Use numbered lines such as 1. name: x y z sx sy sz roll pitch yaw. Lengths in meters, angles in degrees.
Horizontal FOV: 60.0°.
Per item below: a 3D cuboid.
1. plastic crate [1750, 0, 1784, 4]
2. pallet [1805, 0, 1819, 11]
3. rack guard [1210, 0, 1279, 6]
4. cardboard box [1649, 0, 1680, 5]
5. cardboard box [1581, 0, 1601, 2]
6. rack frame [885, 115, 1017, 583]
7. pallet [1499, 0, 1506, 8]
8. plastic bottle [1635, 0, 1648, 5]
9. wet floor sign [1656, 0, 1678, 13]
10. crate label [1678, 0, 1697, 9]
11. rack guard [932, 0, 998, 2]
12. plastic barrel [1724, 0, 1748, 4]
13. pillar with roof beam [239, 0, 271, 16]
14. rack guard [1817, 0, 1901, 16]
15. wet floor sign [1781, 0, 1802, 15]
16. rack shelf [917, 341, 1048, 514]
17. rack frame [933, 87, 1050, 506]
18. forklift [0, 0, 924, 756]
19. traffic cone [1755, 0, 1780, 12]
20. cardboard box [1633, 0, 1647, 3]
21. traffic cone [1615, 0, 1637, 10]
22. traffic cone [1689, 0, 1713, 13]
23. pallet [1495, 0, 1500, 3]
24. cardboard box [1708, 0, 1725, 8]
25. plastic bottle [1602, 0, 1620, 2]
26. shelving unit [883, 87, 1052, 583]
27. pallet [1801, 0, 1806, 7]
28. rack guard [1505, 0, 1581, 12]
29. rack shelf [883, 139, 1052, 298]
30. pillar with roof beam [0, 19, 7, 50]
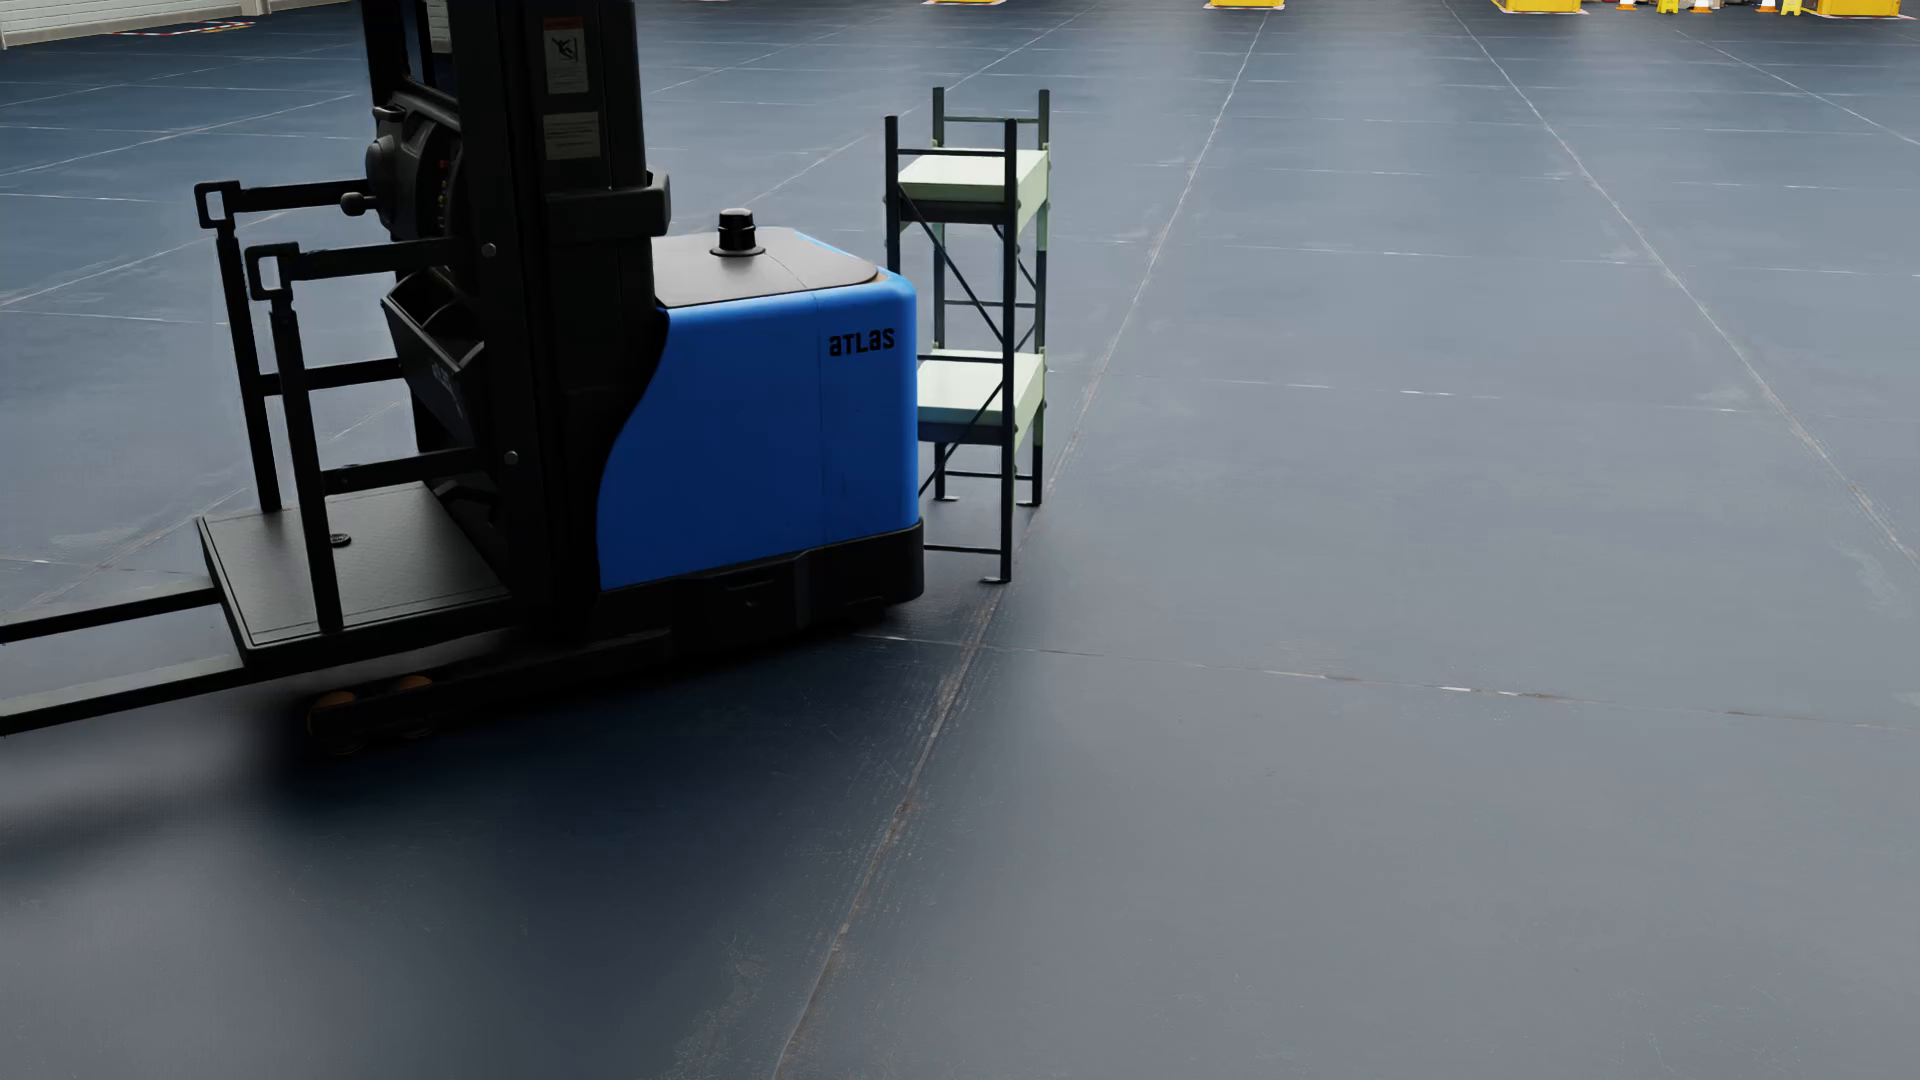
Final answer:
1. plastic crate: 14.359 -9.566 29.499 0.402 0.080 0.583 -3 22 -8
2. pallet: 14.882 -8.998 27.912 1.003 0.211 1.213 4 22 11
3. rack guard: 4.980 -9.593 29.003 1.175 0.500 0.348 4 22 11
4. cardboard box: 12.546 -9.646 29.132 0.797 0.503 0.637 -11 25 -26
5. cardboard box: 11.303 -9.968 29.931 0.500 0.500 0.500 8 23 20
6. rack frame: -0.027 -0.570 5.262 0.400 1.500 0.023 4 22 10
7. pallet: 9.886 -9.314 28.698 1.003 0.211 1.213 4 22 11
8. plastic bottle: 11.996 -9.475 29.299 0.133 0.061 0.283 -3 22 -8
9. wet floor sign: 11.732 -9.056 27.475 0.267 0.644 0.232 1 22 2
10. crate label: 12.434 -9.149 28.388 0.250 0.136 0.298 -7 23 -17
11. rack guard: 0.085 -9.974 29.949 1.175 0.500 0.348 4 22 11
12. plastic barrel: 13.605 -9.645 29.235 0.421 0.421 0.512 -16 27 -35
13. pillar with roof beam: -7.297 -12.439 24.695 9.100 9.000 0.400 4 22 11
14. rack guard: 14.681 -8.837 27.127 1.175 0.500 0.348 4 22 11
15. wet floor sign: 13.580 -8.889 27.061 0.267 0.644 0.232 13 25 29
16. rack shelf: 0.039 -0.402 5.718 0.431 0.370 0.720 4 22 10
17. rack frame: 0.106 -0.839 5.930 0.400 1.500 0.023 4 22 10
18. forklift: -1.652 -1.011 4.440 3.031 2.935 1.130 -12 25 -27
19. traffic cone: 13.491 -9.048 27.700 0.336 0.463 0.334 4 22 11
20. cardboard box: 12.068 -9.735 29.670 0.396 0.266 0.258 8 23 20
21. traffic cone: 11.298 -9.219 28.124 0.336 0.463 0.334 4 22 11
22. traffic cone: 12.335 -9.008 27.601 0.336 0.463 0.334 4 22 11
23. pallet: 10.137 -9.759 29.803 1.003 0.211 1.213 4 22 11
24. cardboard box: 12.956 -9.280 28.696 0.380 0.149 0.250 18 28 38
25. plastic bottle: 11.641 -9.642 29.713 0.283 0.061 0.133 -3 22 -8
26. shelving unit: 0.039 -0.705 5.596 0.431 1.500 0.755 4 22 10
27. pallet: 15.133 -9.443 29.017 1.003 0.211 1.213 4 22 11
28. rack guard: 9.794 -9.141 27.882 1.175 0.500 0.348 4 22 11
29. rack shelf: 0.039 -1.067 5.450 0.431 0.370 0.720 4 22 10
30. pillar with roof beam: -8.521 -10.245 19.247 9.100 9.000 0.400 4 22 11
